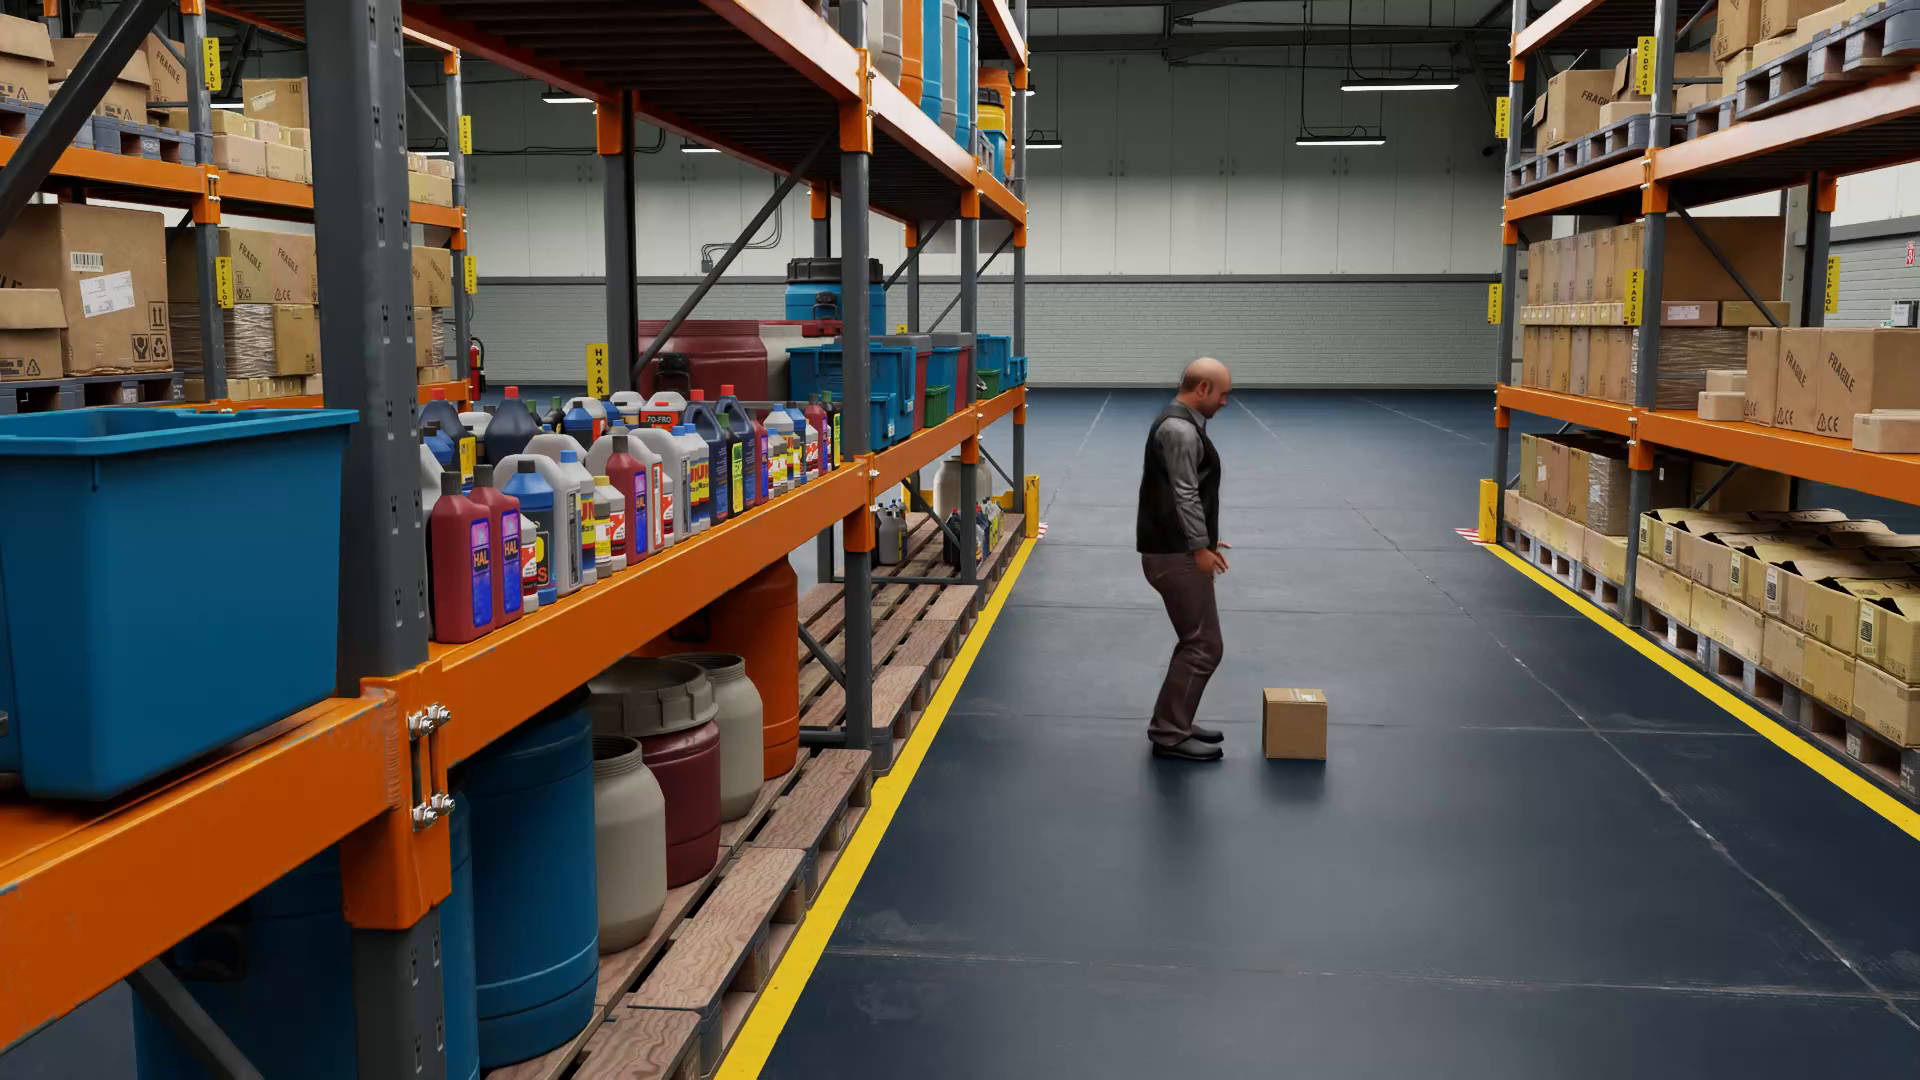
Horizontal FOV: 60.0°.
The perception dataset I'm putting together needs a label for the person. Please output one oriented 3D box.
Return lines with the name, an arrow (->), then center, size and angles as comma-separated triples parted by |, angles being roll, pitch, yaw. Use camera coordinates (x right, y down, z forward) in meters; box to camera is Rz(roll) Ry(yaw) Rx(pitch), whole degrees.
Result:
person -> 0.957, 0.069, 7.096 | 0.410, 1.685, 0.552 | 1, 8, 8
